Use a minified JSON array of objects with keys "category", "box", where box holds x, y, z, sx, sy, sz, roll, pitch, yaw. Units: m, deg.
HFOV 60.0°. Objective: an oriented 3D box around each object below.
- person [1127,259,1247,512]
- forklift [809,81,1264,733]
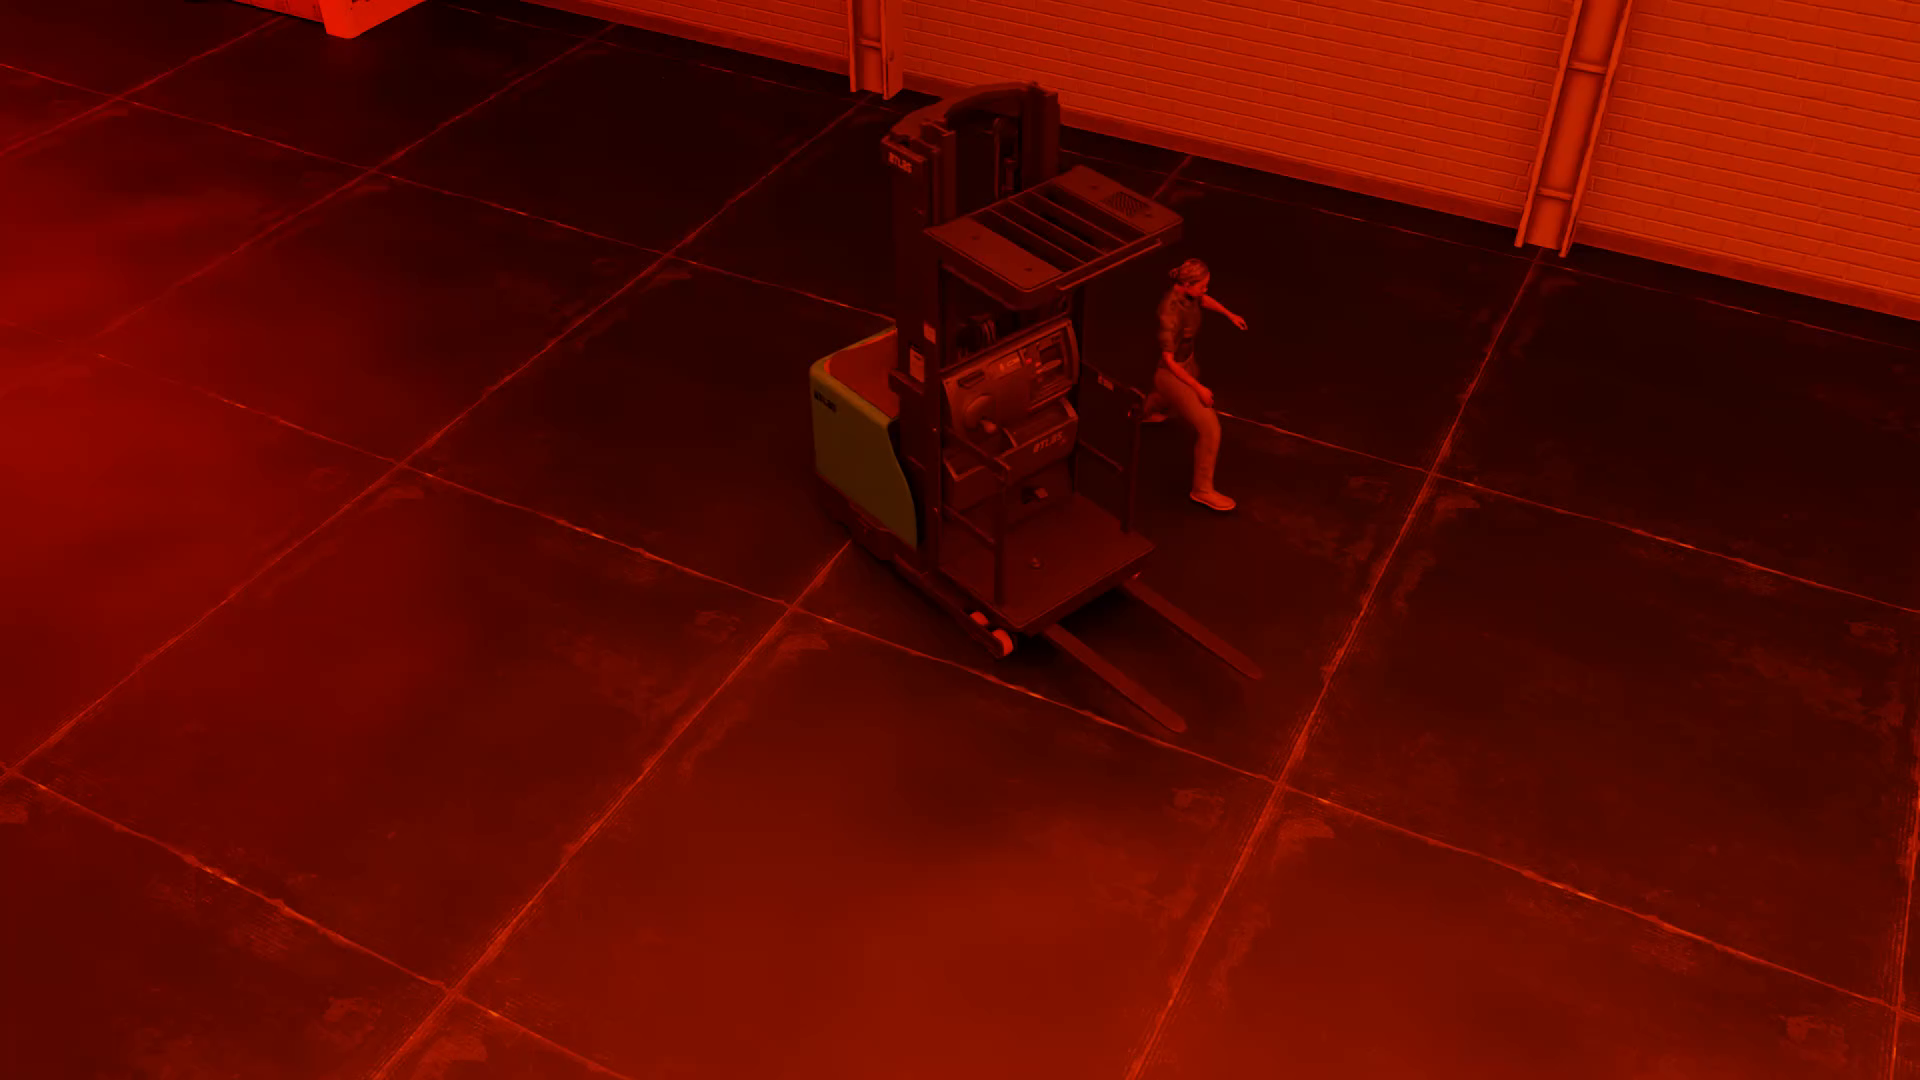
[{"category":"person","box":[1.451,-1.084,10.440,0.887,1.516,0.961,12,42,14]},{"category":"forklift","box":[0.424,-0.820,8.960,1.130,2.935,3.031,-29,48,-30]}]
